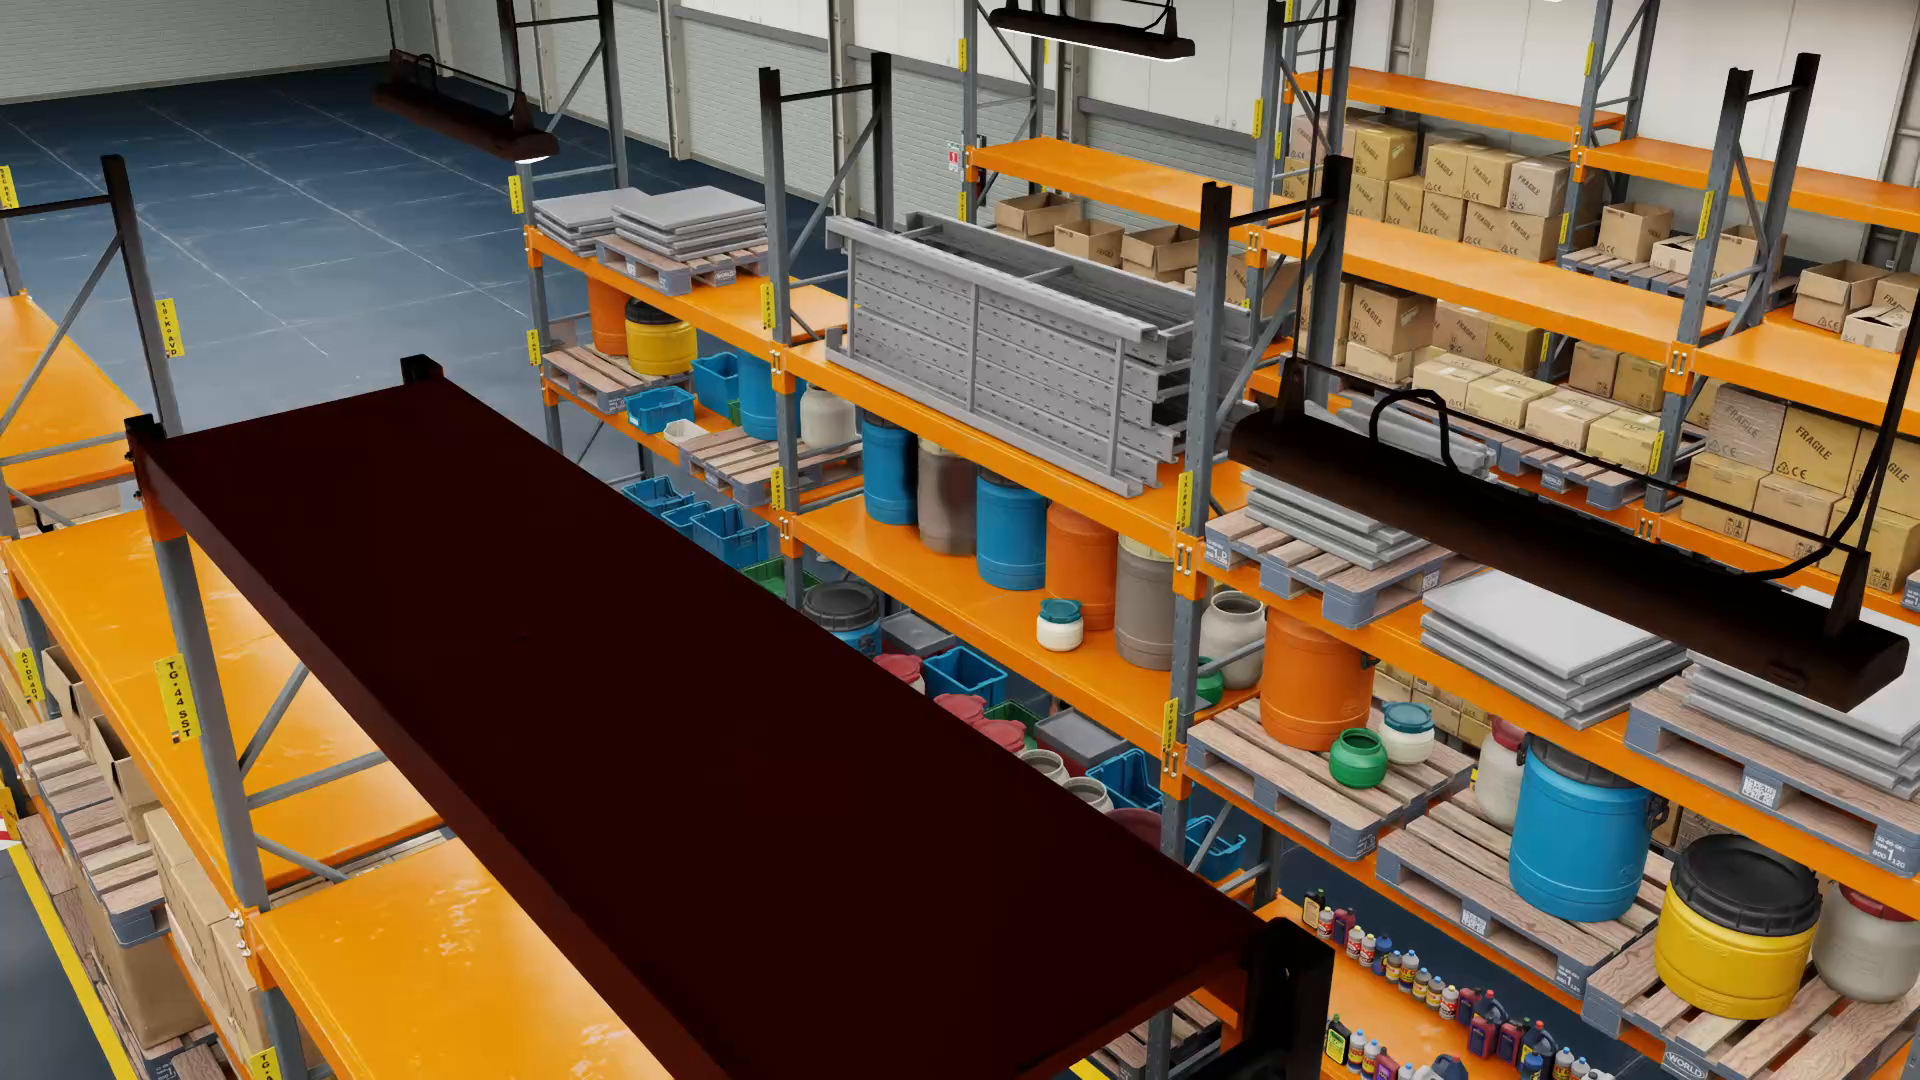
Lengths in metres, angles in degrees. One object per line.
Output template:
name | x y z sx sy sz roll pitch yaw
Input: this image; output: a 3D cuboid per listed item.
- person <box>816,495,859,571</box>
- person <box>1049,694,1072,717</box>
person | -1.280 -0.545 17.415 0.398 1.842 0.639 -19 31 -33
person | 1.025 1.425 13.426 0.609 1.634 0.609 6 26 12
